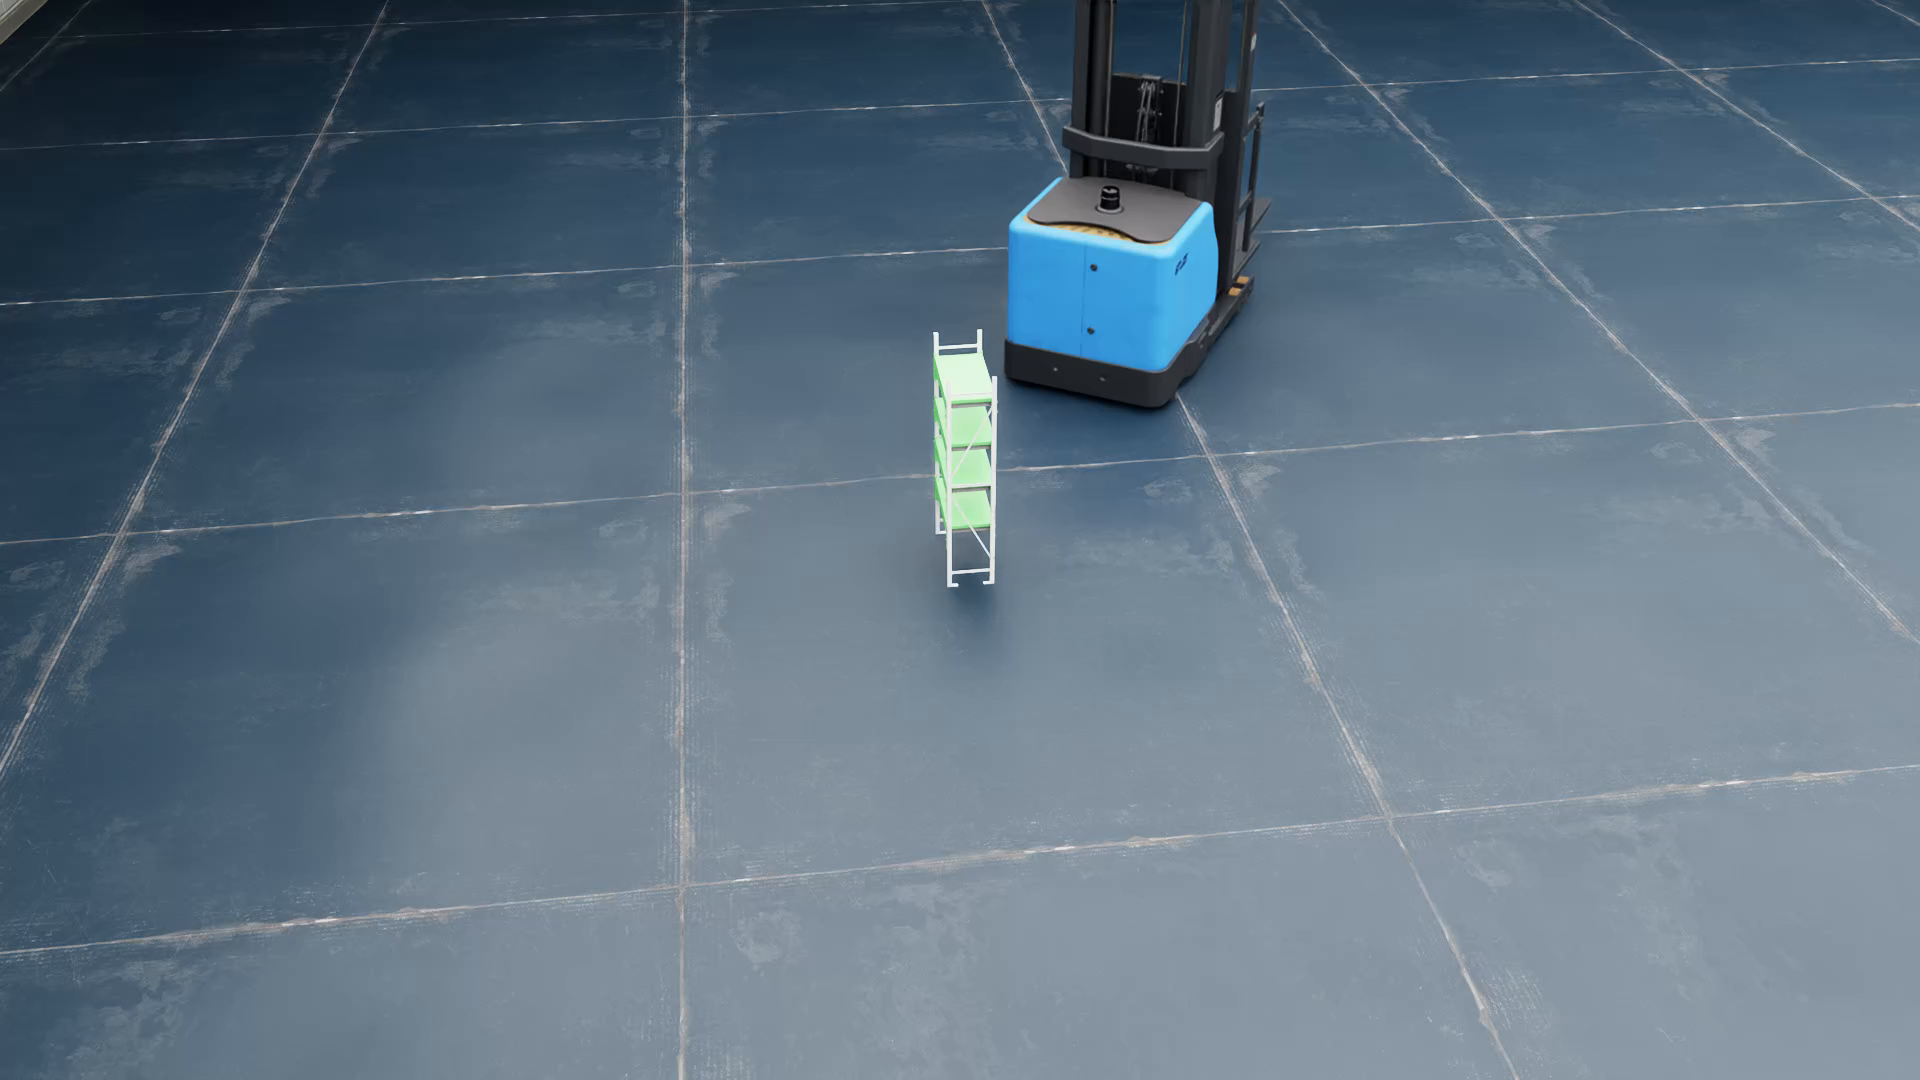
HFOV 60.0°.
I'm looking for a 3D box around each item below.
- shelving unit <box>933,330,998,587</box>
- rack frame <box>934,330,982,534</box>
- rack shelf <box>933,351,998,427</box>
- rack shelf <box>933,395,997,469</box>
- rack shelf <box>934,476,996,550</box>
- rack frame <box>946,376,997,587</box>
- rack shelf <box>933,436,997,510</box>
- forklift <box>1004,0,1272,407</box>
[{"bbox_3d":[0.022,-0.403,8.405,0.258,1.200,0.503,-4,35,-6],"label":"shelving unit"},{"bbox_3d":[-0.011,-0.540,8.605,0.240,1.200,0.015,-4,35,-6],"label":"rack frame"},{"bbox_3d":[0.022,-0.747,8.171,0.258,0.148,0.480,-4,35,-6],"label":"rack shelf"},{"bbox_3d":[0.022,-0.549,8.306,0.258,0.148,0.480,-4,35,-6],"label":"rack shelf"},{"bbox_3d":[0.022,-0.152,8.576,0.258,0.148,0.480,-4,35,-6],"label":"rack shelf"},{"bbox_3d":[0.055,-0.267,8.205,0.240,1.200,0.015,-4,35,-6],"label":"rack frame"},{"bbox_3d":[0.022,-0.351,8.441,0.258,0.148,0.480,-4,35,-6],"label":"rack shelf"},{"bbox_3d":[1.341,-2.820,10.414,1.130,2.935,3.031,14,37,20],"label":"forklift"}]
